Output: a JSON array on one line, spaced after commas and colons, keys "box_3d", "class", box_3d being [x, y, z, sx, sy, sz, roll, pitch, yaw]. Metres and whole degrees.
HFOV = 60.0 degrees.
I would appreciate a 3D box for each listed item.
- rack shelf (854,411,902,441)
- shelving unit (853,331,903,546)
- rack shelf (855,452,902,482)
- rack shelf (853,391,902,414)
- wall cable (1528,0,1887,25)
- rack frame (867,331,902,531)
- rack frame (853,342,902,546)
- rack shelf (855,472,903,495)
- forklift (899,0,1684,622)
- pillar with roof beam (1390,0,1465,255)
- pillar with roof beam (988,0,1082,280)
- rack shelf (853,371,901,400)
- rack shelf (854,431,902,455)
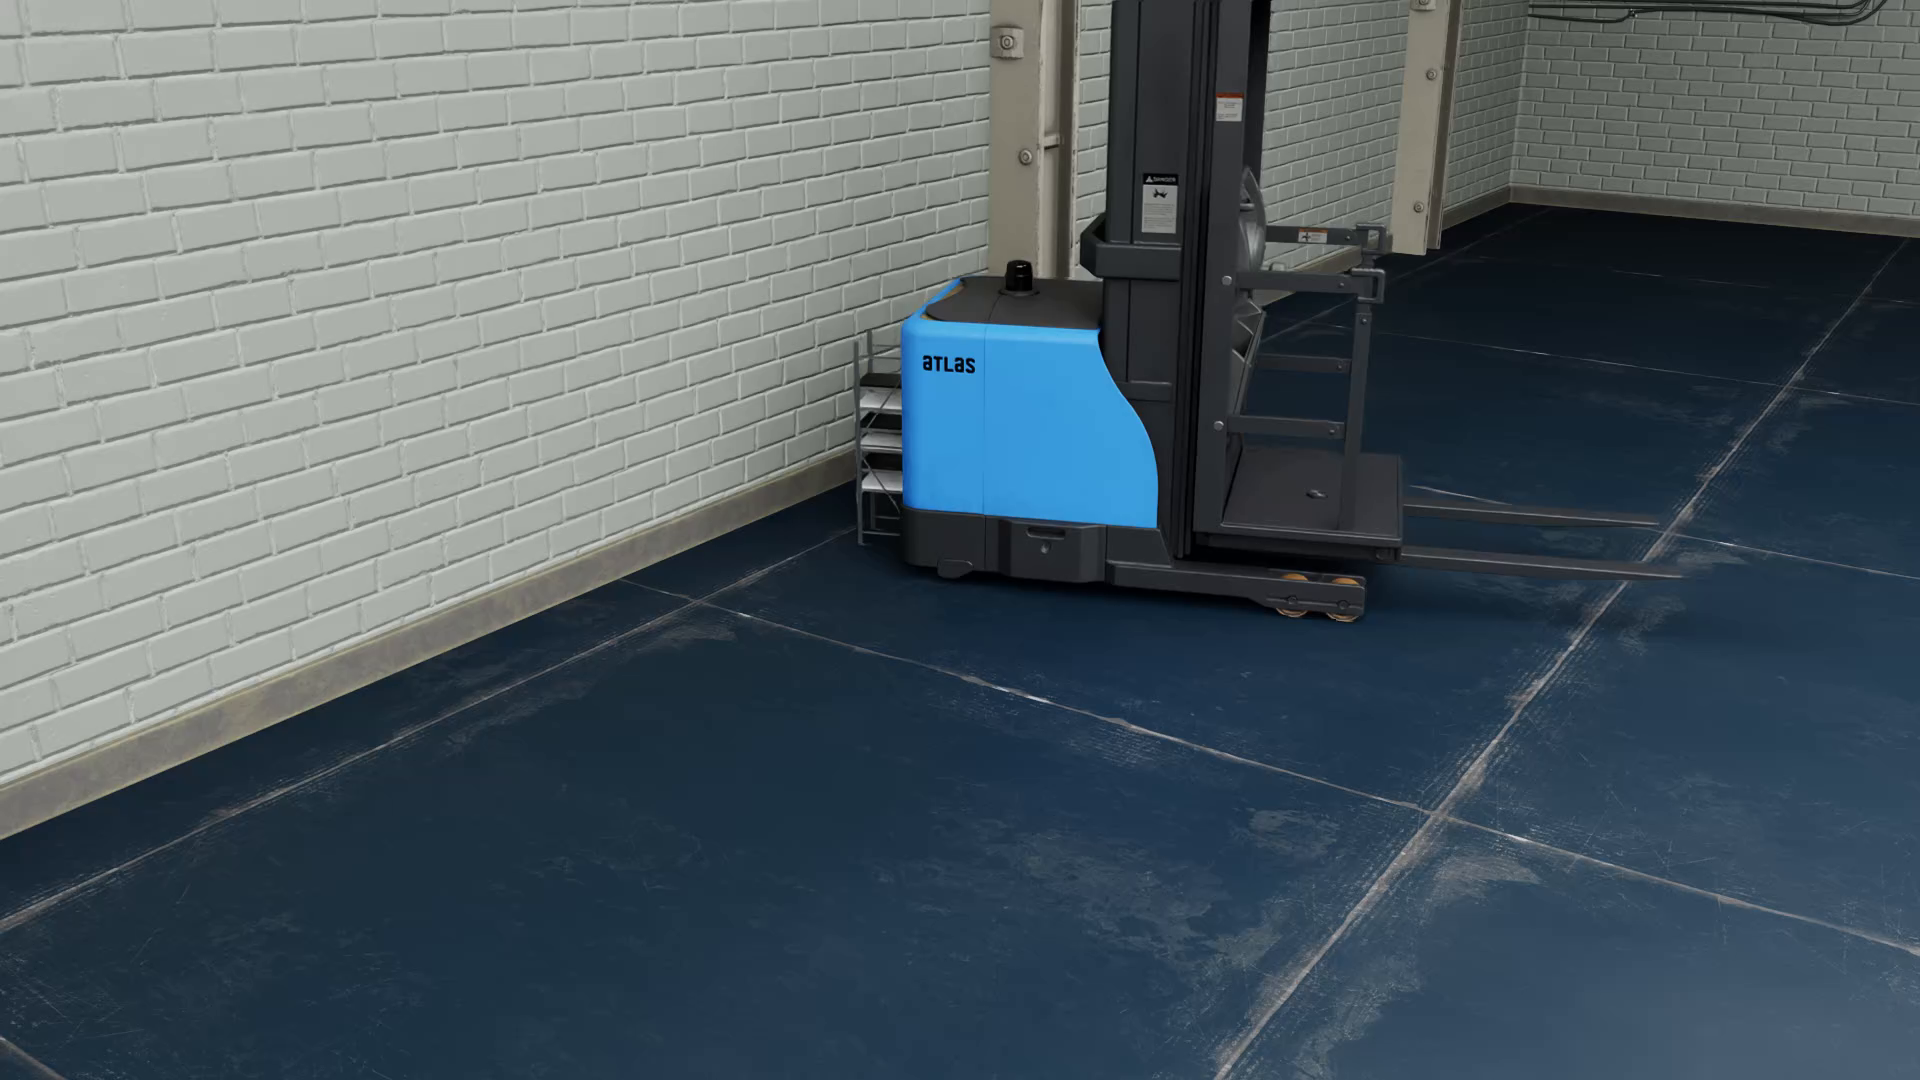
[{"box_3d": [-0.301, -0.478, 7.097, 0.258, 0.077, 0.200, 5, 21, 12], "class": "rack shelf"}, {"box_3d": [-0.301, -0.425, 7.117, 0.258, 0.900, 0.210, 5, 21, 12], "class": "shelving unit"}, {"box_3d": [-0.301, -0.309, 7.160, 0.258, 0.077, 0.200, 5, 21, 12], "class": "rack shelf"}, {"box_3d": [-0.301, -0.563, 7.066, 0.258, 0.077, 0.200, 5, 21, 12], "class": "rack shelf"}, {"box_3d": [6.503, -5.752, 14.319, 3.097, 2.526, 0.112, 13, 24, 32], "class": "wall cable"}, {"box_3d": [-0.279, -0.459, 7.210, 0.240, 0.900, 0.006, 5, 21, 12], "class": "rack frame"}, {"box_3d": [-0.324, -0.391, 7.024, 0.240, 0.900, 0.006, 5, 21, 12], "class": "rack frame"}, {"box_3d": [-0.301, -0.225, 7.191, 0.258, 0.077, 0.200, 5, 21, 12], "class": "rack shelf"}, {"box_3d": [1.326, -1.263, 6.454, 3.031, 2.935, 1.130, 5, 21, 13], "class": "forklift"}, {"box_3d": [7.314, -5.781, 9.923, 9.100, 9.000, 0.400, 13, 24, 32], "class": "pillar with roof beam"}, {"box_3d": [3.941, -4.060, 5.269, 9.100, 9.000, 0.400, 13, 24, 32], "class": "pillar with roof beam"}, {"box_3d": [-0.301, -0.647, 7.035, 0.258, 0.077, 0.200, 5, 21, 12], "class": "rack shelf"}, {"box_3d": [-0.301, -0.394, 7.128, 0.258, 0.077, 0.200, 5, 21, 12], "class": "rack shelf"}]
